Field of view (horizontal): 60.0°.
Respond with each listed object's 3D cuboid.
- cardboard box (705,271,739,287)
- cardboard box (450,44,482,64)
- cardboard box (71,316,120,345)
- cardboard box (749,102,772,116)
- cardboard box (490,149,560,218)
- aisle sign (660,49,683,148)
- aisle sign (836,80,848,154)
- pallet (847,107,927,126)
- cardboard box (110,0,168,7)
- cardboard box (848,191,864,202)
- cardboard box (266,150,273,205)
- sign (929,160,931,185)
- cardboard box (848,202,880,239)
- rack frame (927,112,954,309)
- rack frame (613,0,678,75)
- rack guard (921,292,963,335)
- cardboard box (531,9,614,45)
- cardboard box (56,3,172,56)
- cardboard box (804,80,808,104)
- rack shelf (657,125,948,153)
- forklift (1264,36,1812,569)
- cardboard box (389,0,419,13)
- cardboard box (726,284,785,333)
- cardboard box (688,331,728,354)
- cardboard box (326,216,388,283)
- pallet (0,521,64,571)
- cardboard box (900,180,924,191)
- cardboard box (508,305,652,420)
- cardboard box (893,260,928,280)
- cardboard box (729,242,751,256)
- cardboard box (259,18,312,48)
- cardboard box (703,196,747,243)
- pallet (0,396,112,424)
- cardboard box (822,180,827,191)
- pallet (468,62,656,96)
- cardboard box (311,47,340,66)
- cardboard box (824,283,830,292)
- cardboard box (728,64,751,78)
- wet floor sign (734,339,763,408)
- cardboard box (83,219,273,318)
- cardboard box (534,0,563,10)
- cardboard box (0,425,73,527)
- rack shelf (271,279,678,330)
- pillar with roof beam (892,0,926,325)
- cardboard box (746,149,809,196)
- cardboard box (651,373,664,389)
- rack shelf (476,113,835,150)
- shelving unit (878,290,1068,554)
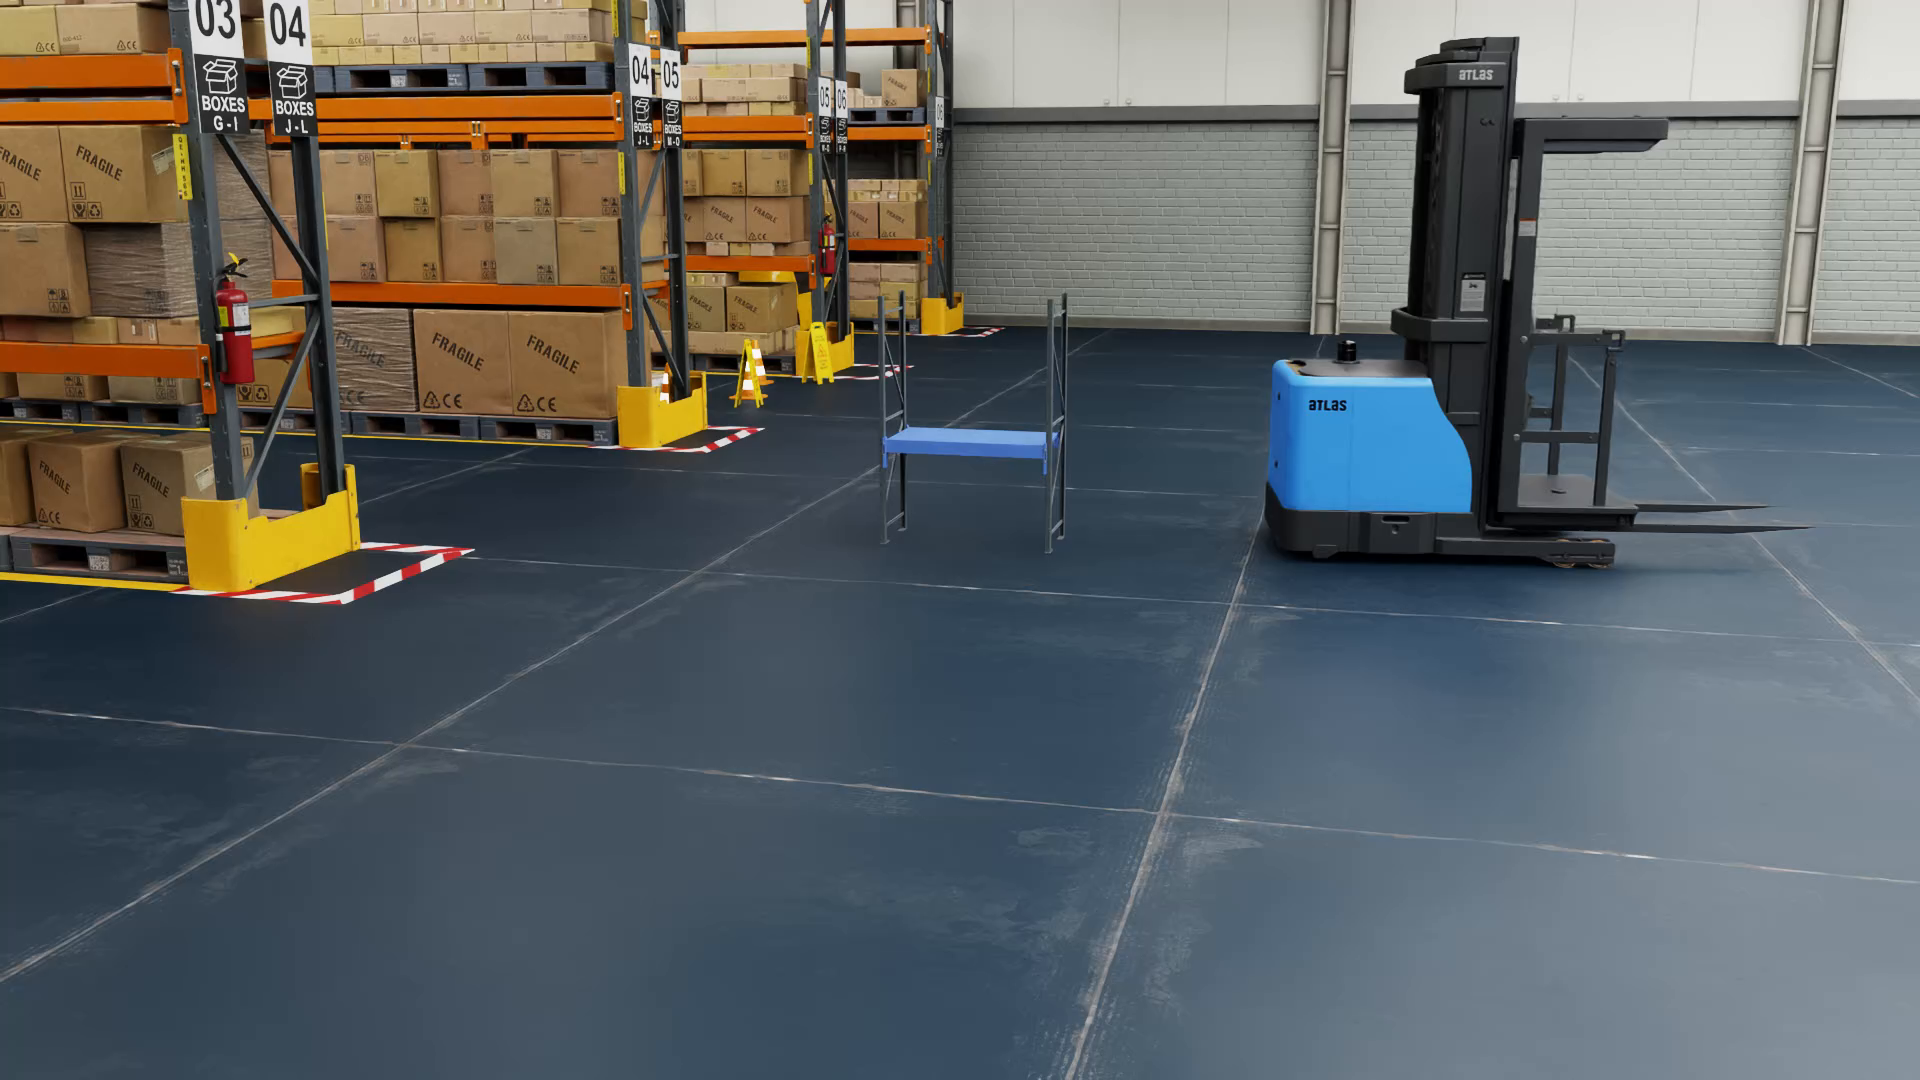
[{"bbox_3d":[-2.668,-2.928,18.656,0.250,0.149,0.380,3,13,15],"label":"cardboard box"},{"bbox_3d":[-3.935,-3.939,13.517,0.250,0.149,0.380,3,13,13],"label":"cardboard box"},{"bbox_3d":[-4.653,-1.171,9.166,0.250,0.149,0.380,3,13,14],"label":"cardboard box"},{"bbox_3d":[-2.118,-4.698,18.140,0.250,0.149,0.380,3,13,14],"label":"cardboard box"},{"bbox_3d":[-3.450,-2.982,13.908,0.550,0.550,0.875,3,13,14],"label":"cardboard box"},{"bbox_3d":[-2.402,-3.673,13.863,0.004,0.787,0.394,3,13,14],"label":"aisle sign"},{"bbox_3d":[-1.321,-4.722,18.590,0.004,0.787,0.394,3,13,14],"label":"aisle sign"},{"bbox_3d":[-0.950,-5.898,23.172,1.213,0.211,1.003,3,13,14],"label":"pallet"},{"bbox_3d":[-4.174,-2.842,8.617,0.250,0.149,0.380,3,13,14],"label":"cardboard box"},{"bbox_3d":[-1.404,-4.808,23.251,0.250,0.149,0.380,3,13,13],"label":"cardboard box"},{"bbox_3d":[-6.076,-3.126,14.560,0.550,0.550,0.875,3,13,14],"label":"cardboard box"},{"bbox_3d":[-0.413,-5.002,22.636,0.005,0.325,0.100,3,13,14],"label":"sign"},{"bbox_3d":[-1.312,-4.483,23.283,0.500,0.500,0.500,3,13,15],"label":"cardboard box"},{"bbox_3d":[-0.269,-4.435,23.298,0.127,3.000,1.000,3,13,14],"label":"rack frame"},{"bbox_3d":[-2.543,-5.274,13.227,0.127,3.000,1.000,3,13,14],"label":"rack frame"},{"bbox_3d":[-0.246,-3.213,23.563,0.348,0.500,1.175,3,13,14],"label":"rack guard"},{"bbox_3d":[-3.085,-4.102,13.329,0.500,0.250,0.500,3,13,14],"label":"cardboard box"},{"bbox_3d":[-4.358,-2.670,8.763,0.500,0.250,0.500,3,13,15],"label":"cardboard box"},{"bbox_3d":[-1.879,-5.009,18.622,0.500,0.250,0.500,3,13,13],"label":"cardboard box"},{"bbox_3d":[-2.211,-5.652,23.519,4.000,0.370,1.077,3,13,14],"label":"rack shelf"},{"bbox_3d":[3.407,-1.386,9.714,3.031,2.935,1.130,1,13,4],"label":"forklift"},{"bbox_3d":[-4.432,-4.355,13.550,0.250,0.149,0.380,3,13,14],"label":"cardboard box"},{"bbox_3d":[-2.295,-2.606,18.704,0.500,0.500,0.500,3,13,14],"label":"cardboard box"},{"bbox_3d":[-2.805,-2.267,18.907,0.500,0.250,0.500,3,13,14],"label":"cardboard box"},{"bbox_3d":[-5.030,-2.532,14.376,0.550,0.550,0.875,3,13,14],"label":"cardboard box"},{"bbox_3d":[-5.864,-0.063,10.030,1.213,0.211,1.003,3,13,14],"label":"pallet"},{"bbox_3d":[-0.668,-4.920,23.069,0.250,0.149,0.380,3,13,14],"label":"cardboard box"},{"bbox_3d":[-3.217,-1.534,14.157,0.875,0.875,0.875,3,13,14],"label":"cardboard box"},{"bbox_3d":[-0.691,-3.850,23.734,0.500,0.250,0.500,3,13,13],"label":"cardboard box"},{"bbox_3d":[-2.386,-3.250,18.539,0.250,0.149,0.380,3,13,13],"label":"cardboard box"},{"bbox_3d":[-5.528,-4.232,13.919,0.500,0.250,0.500,3,13,13],"label":"cardboard box"},{"bbox_3d":[-2.533,-3.582,18.537,0.500,0.500,0.500,3,13,14],"label":"cardboard box"},{"bbox_3d":[-8.382,-1.278,15.507,1.213,0.211,1.003,3,13,14],"label":"pallet"},{"bbox_3d":[-1.931,-4.965,23.272,0.250,0.149,0.380,3,13,15],"label":"cardboard box"},{"bbox_3d":[-3.266,-3.802,13.725,1.213,0.211,1.003,3,13,14],"label":"pallet"},{"bbox_3d":[-5.166,-4.005,13.815,0.250,0.149,0.380,3,13,13],"label":"cardboard box"},{"bbox_3d":[-1.807,-3.552,23.542,0.500,0.250,0.500,3,13,12],"label":"cardboard box"},{"bbox_3d":[-2.347,-5.108,18.146,0.250,0.149,0.380,3,13,13],"label":"cardboard box"},{"bbox_3d":[-2.040,-1.610,16.002,0.232,0.644,0.267,1,13,4],"label":"wet floor sign"},{"bbox_3d":[-4.357,-1.535,9.311,0.500,0.500,0.875,3,13,14],"label":"cardboard box"},{"bbox_3d":[-3.193,-4.289,13.253,0.250,0.149,0.380,3,13,14],"label":"cardboard box"},{"bbox_3d":[-5.623,-0.388,9.858,0.500,0.500,0.500,4,13,19],"label":"cardboard box"},{"bbox_3d":[-4.485,-2.097,14.423,4.000,0.370,1.077,3,13,14],"label":"rack shelf"},{"bbox_3d":[-1.761,-6.684,19.585,0.400,9.000,9.100,3,13,14],"label":"pillar with roof beam"},{"bbox_3d":[-2.003,-4.054,18.353,0.500,0.500,0.700,3,13,12],"label":"cardboard box"},{"bbox_3d":[-3.211,-1.642,17.293,0.250,0.149,0.380,12,17,43],"label":"cardboard box"},{"bbox_3d":[-3.397,-4.608,18.813,4.000,0.370,1.077,3,13,14],"label":"rack shelf"},{"bbox_3d":[0.083,-0.728,10.051,1.048,1.500,0.538,3,13,14],"label":"shelving unit"}]
